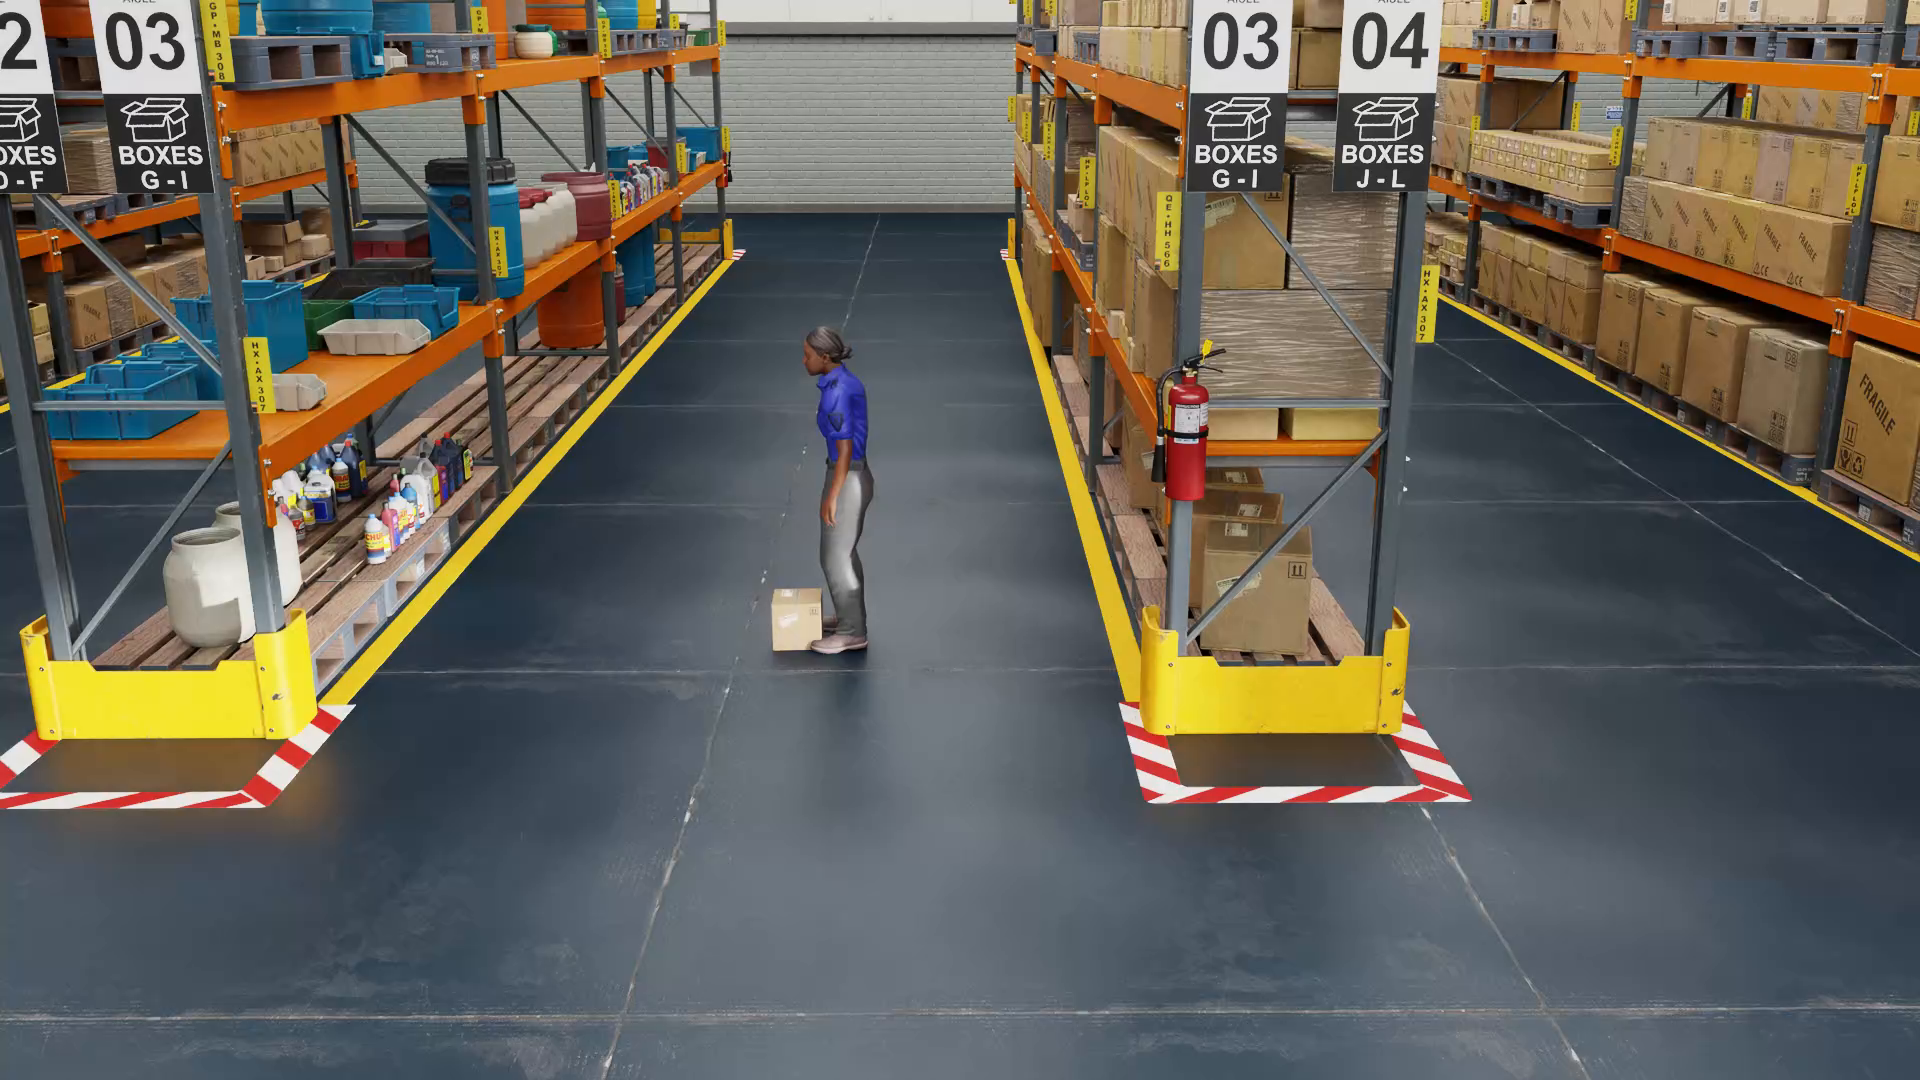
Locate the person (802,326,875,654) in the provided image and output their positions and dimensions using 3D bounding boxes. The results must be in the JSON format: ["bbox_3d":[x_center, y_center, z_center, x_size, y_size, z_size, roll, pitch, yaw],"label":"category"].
[{"bbox_3d":[-0.607,-0.266,8.409,0.346,1.655,0.506,0,17,0],"label":"person"}]
